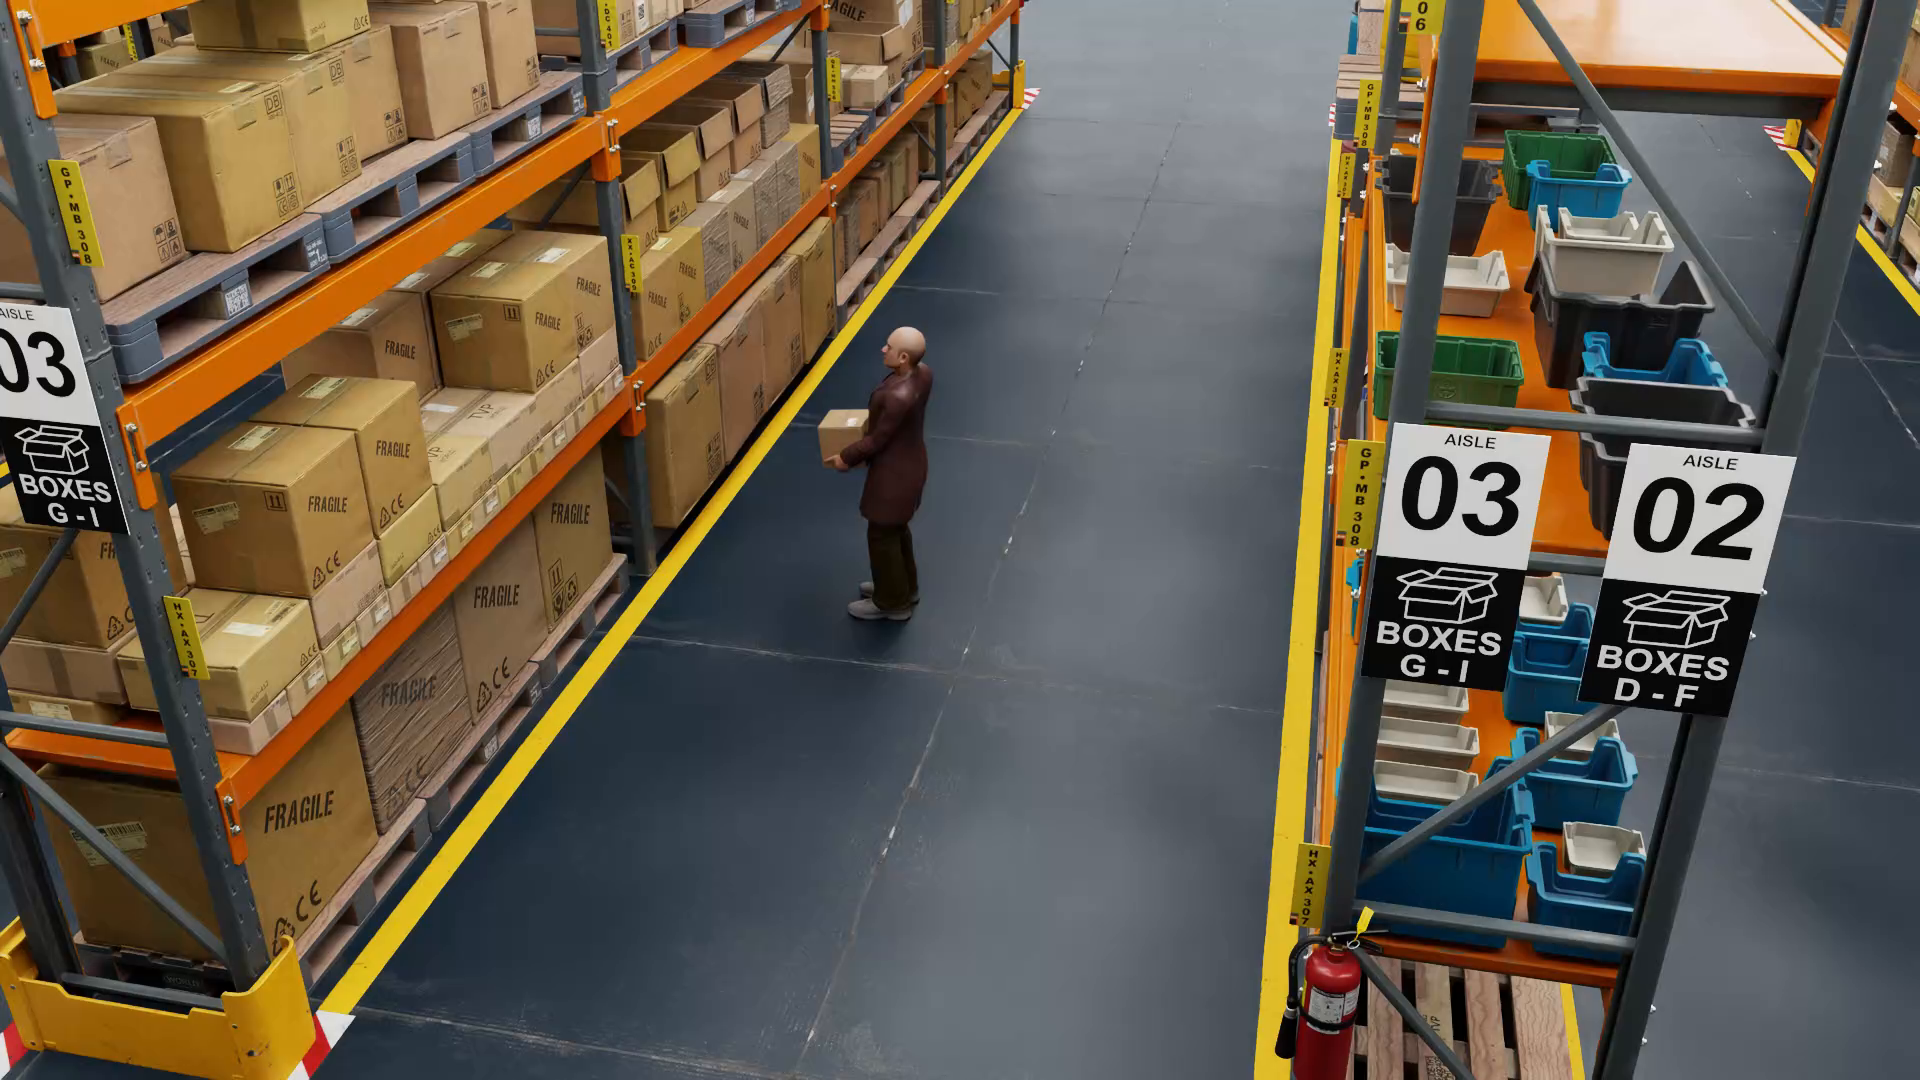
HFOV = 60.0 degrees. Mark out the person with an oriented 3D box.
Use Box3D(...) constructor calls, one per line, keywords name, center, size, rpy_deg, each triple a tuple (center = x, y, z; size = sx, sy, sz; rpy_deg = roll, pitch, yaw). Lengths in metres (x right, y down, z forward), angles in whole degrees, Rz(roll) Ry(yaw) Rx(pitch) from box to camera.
Box3D(name="person", center=(-0.454, -0.380, 9.348), size=(0.563, 1.769, 0.527), rpy_deg=(6, 29, 11))
